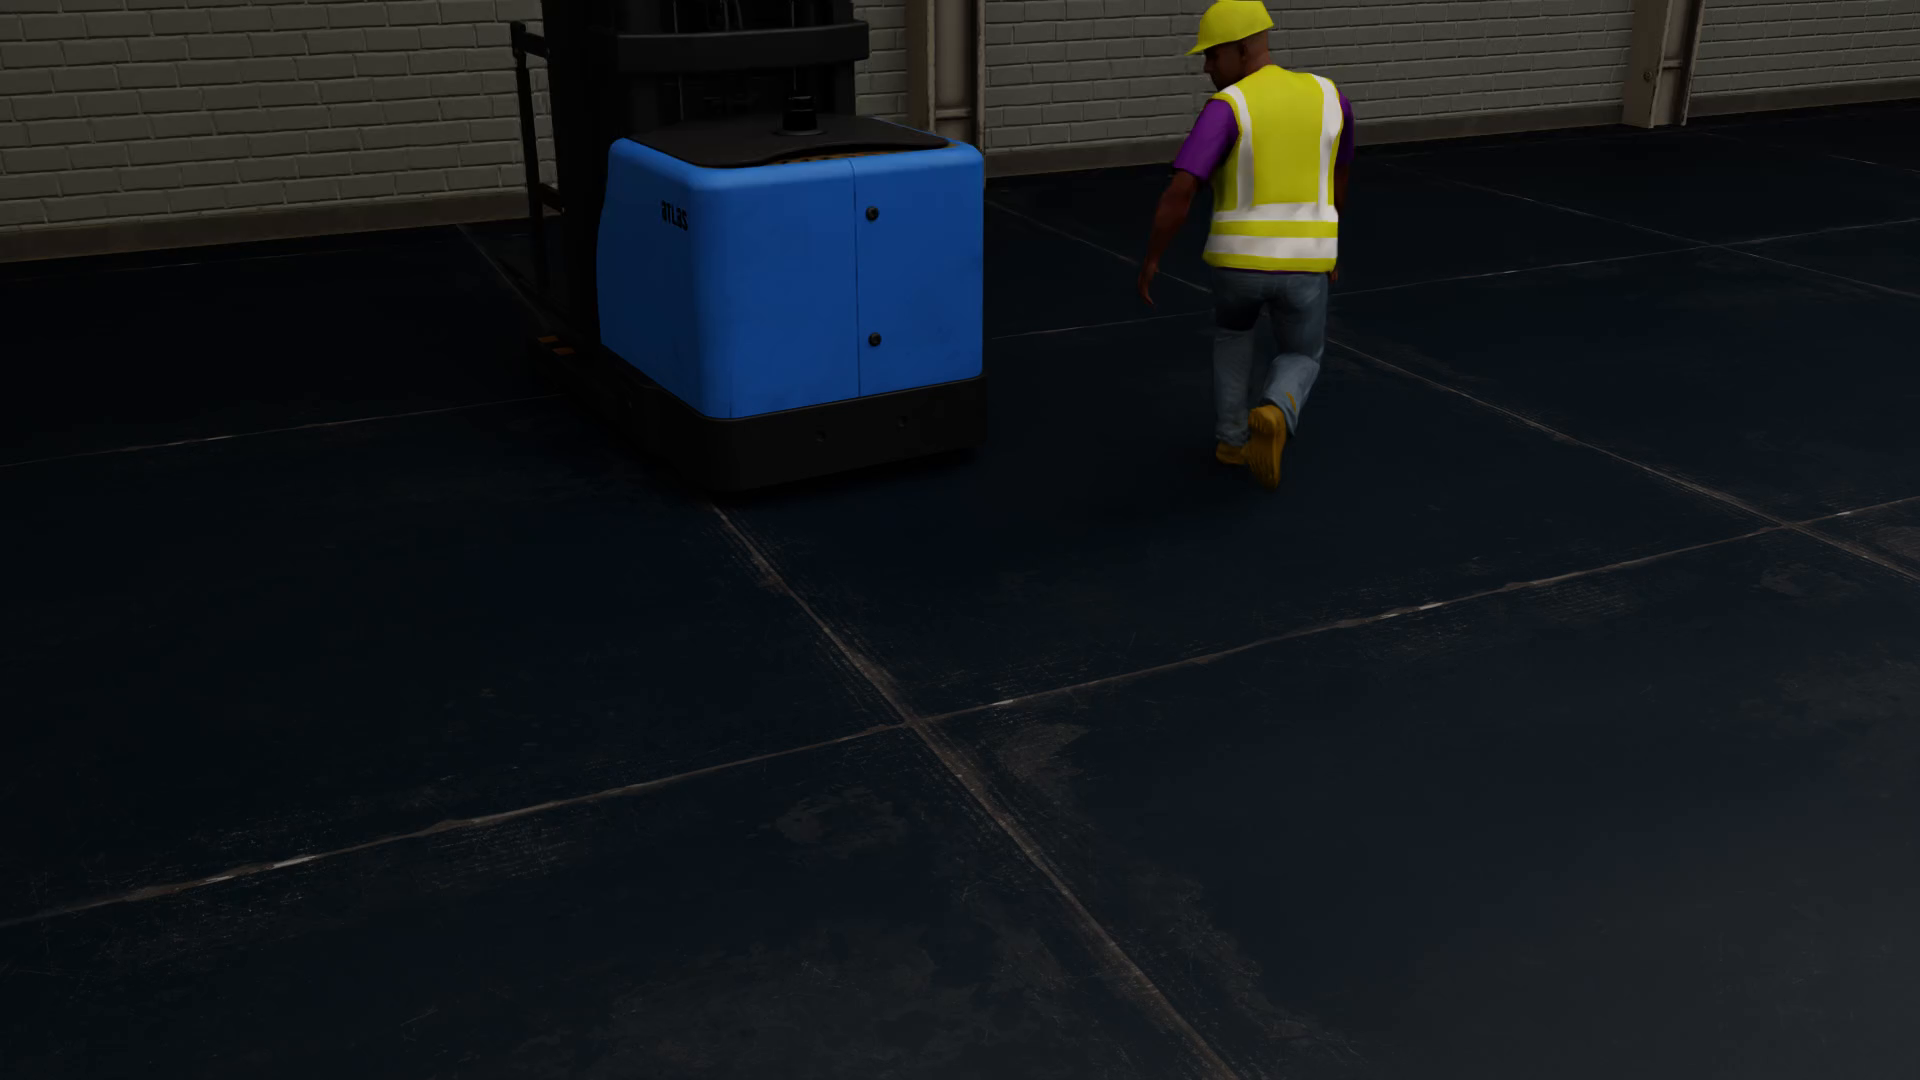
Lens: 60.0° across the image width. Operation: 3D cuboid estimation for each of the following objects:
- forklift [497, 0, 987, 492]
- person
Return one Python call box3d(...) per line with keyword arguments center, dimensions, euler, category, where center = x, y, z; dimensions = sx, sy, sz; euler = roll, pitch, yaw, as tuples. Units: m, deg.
box3d(center=(-1.084, -2.027, 6.165), dimensions=(1.130, 2.935, 3.031), euler=(-13, 26, -28), category="forklift")
box3d(center=(0.946, -0.961, 5.445), dimensions=(0.732, 1.546, 0.718), euler=(0, 23, 0), category="person")
